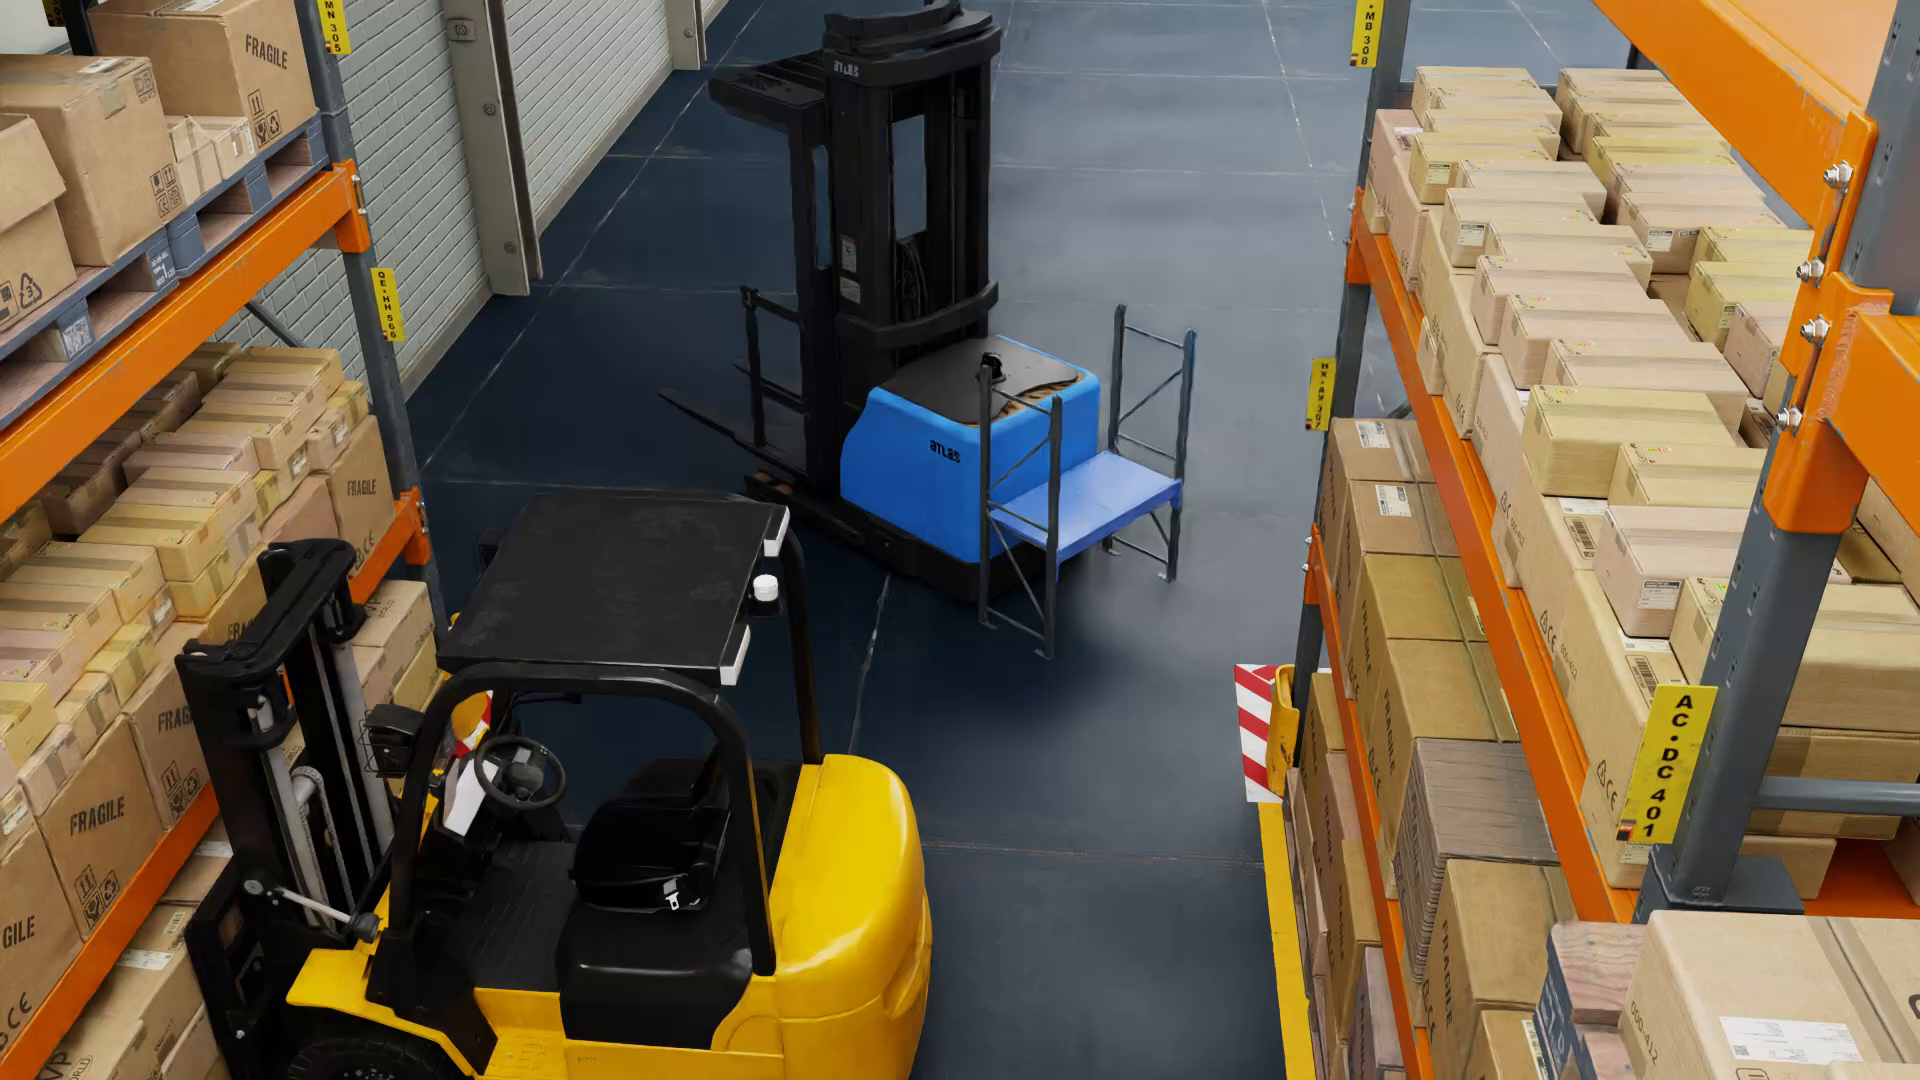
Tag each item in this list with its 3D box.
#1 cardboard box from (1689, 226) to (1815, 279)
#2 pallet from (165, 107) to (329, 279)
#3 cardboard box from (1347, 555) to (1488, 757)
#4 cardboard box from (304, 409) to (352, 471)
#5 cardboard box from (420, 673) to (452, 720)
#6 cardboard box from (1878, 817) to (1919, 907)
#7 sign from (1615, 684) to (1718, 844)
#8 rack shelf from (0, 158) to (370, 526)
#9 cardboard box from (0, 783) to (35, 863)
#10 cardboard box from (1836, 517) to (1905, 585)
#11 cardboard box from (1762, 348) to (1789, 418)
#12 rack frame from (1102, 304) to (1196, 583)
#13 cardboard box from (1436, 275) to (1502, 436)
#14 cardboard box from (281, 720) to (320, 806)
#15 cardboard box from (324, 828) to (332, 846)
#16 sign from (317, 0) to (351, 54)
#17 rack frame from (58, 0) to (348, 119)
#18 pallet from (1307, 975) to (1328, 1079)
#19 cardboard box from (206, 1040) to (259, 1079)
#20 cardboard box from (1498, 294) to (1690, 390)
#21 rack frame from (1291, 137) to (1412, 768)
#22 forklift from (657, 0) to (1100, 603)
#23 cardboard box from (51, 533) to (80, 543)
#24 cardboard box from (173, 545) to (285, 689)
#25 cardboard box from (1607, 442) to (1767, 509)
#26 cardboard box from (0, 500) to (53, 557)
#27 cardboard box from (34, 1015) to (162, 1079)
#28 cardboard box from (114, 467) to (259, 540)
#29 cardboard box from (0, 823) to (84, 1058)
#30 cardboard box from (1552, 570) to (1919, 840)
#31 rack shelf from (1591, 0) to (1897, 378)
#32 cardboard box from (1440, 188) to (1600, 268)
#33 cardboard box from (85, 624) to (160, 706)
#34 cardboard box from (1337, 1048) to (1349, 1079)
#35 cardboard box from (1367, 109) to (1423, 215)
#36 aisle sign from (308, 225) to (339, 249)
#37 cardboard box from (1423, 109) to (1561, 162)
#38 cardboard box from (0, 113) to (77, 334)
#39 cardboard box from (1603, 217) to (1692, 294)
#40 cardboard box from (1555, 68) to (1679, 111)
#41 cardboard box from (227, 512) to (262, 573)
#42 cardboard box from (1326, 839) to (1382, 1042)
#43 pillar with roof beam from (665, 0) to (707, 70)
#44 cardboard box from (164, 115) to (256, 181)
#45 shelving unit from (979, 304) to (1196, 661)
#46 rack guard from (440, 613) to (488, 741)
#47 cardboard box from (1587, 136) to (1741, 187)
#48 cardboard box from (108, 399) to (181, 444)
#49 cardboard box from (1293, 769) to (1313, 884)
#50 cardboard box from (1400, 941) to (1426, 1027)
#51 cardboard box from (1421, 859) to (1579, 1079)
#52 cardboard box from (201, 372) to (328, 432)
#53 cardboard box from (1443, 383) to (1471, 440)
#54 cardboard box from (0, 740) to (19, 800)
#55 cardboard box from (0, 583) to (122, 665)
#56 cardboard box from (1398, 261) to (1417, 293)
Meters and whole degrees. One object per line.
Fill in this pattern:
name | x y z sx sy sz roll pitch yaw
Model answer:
cardboard box | 2.199 -0.722 4.463 0.380 0.149 0.250 3 32 5
pallet | -3.008 -1.286 5.983 1.003 0.211 1.213 2 32 4
cardboard box | 1.629 0.399 5.645 0.500 0.500 0.500 2 32 3
cardboard box | -2.664 -0.406 6.616 0.380 0.149 0.250 3 32 5
cardboard box | -2.648 0.836 7.536 0.500 0.250 0.500 3 32 4
cardboard box | 1.970 0.562 3.139 0.380 0.149 0.250 2 32 3
sign | 1.156 0.370 2.719 0.100 0.325 0.005 2 32 4
rack shelf | -3.087 -0.340 5.050 1.077 0.370 4.000 2 32 4
cardboard box | -2.855 0.803 4.654 0.380 0.149 0.250 3 32 5
cardboard box | 2.039 0.058 3.577 0.500 0.250 0.500 2 32 4
cardboard box | 2.089 -0.317 3.806 0.380 0.149 0.250 1 32 2
rack frame | 0.999 -0.497 8.906 0.500 1.500 0.032 27 41 36
cardboard box | 1.587 -0.492 4.471 0.500 0.250 0.500 3 32 5
cardboard box | -2.718 0.936 6.419 0.500 0.250 0.500 3 32 5
cardboard box | -2.725 1.164 6.526 0.500 0.250 0.500 2 32 3
sign | -2.385 -2.005 6.297 0.100 0.325 0.005 2 32 4
rack frame | -2.924 -2.969 5.771 1.000 3.000 0.127 2 32 4
pallet | 1.814 2.081 5.952 1.003 0.211 1.213 2 32 4
cardboard box | -2.828 1.894 5.819 0.500 0.250 0.500 3 32 5
cardboard box | 1.544 -0.480 4.070 0.380 0.149 0.250 3 32 5
rack frame | 2.023 -0.205 7.004 1.000 3.000 0.127 2 32 4
forklift | -0.632 -1.582 9.303 3.031 2.935 1.130 27 41 37
cardboard box | -3.367 -0.039 6.021 0.380 0.149 0.250 3 32 4
cardboard box | -2.796 0.349 6.009 0.500 0.500 0.500 2 32 3
cardboard box | 1.561 -0.070 3.405 0.380 0.149 0.250 3 32 5
cardboard box | -3.378 -0.020 5.706 0.380 0.149 0.250 2 32 3
cardboard box | -2.846 1.736 5.122 0.500 0.250 0.500 3 32 4
cardboard box | -2.732 -0.128 5.882 0.380 0.149 0.250 3 32 5
cardboard box | -2.928 1.140 4.727 0.500 0.500 0.500 3 32 5
cardboard box | 1.465 0.303 3.179 0.500 0.250 0.500 2 32 4
rack shelf | 1.860 -1.406 3.923 1.077 0.370 4.000 2 32 4
cardboard box | 1.582 -0.882 4.723 0.380 0.149 0.250 3 32 5
cardboard box | -2.816 0.394 5.318 0.380 0.149 0.250 2 32 3
cardboard box | 1.557 2.013 5.626 0.500 0.250 0.500 3 32 5
cardboard box | 1.717 -1.294 5.771 0.500 0.250 0.500 2 32 3
aisle sign | -2.626 -1.544 6.699 0.394 0.787 0.004 2 32 4
cardboard box | 1.704 -1.277 5.364 0.380 0.149 0.250 2 32 4
cardboard box | -2.986 -0.880 4.646 0.797 0.503 0.637 3 32 6
cardboard box | 2.170 -0.732 4.859 0.500 0.250 0.500 3 32 5
cardboard box | 2.290 -1.525 5.767 0.380 0.149 0.250 3 32 4
cardboard box | -2.753 -0.002 5.961 0.380 0.149 0.250 1 32 2
cardboard box | 1.593 1.425 5.864 0.500 0.500 0.500 3 32 5
pillar with roof beam | 1.388 -8.735 15.127 9.100 9.000 0.400 2 32 4
cardboard box | -2.689 -1.361 5.764 0.380 0.149 0.250 2 32 3
shelving unit | 0.645 -0.305 8.596 0.538 1.500 1.048 27 41 36
rack guard | -2.922 0.636 8.021 1.175 0.500 0.348 2 32 4
cardboard box | 2.156 -1.127 5.121 0.380 0.149 0.250 3 32 4
cardboard box | -3.227 -0.420 6.356 0.380 0.149 0.250 3 32 5
cardboard box | 1.682 1.196 6.950 0.500 0.250 0.500 2 32 4
cardboard box | 1.499 1.281 4.832 0.380 0.149 0.250 2 32 3
cardboard box | 1.521 1.205 4.338 0.500 0.500 0.500 3 32 6
cardboard box | -2.733 -0.534 6.541 0.380 0.149 0.250 3 32 4
cardboard box | 1.590 -0.400 4.701 0.380 0.149 0.250 2 32 3
cardboard box | -2.862 0.672 4.583 0.380 0.149 0.250 3 32 5
cardboard box | -2.900 0.269 5.238 0.380 0.149 0.250 3 32 4
cardboard box | 1.685 -0.938 5.573 0.380 0.149 0.250 3 32 5
